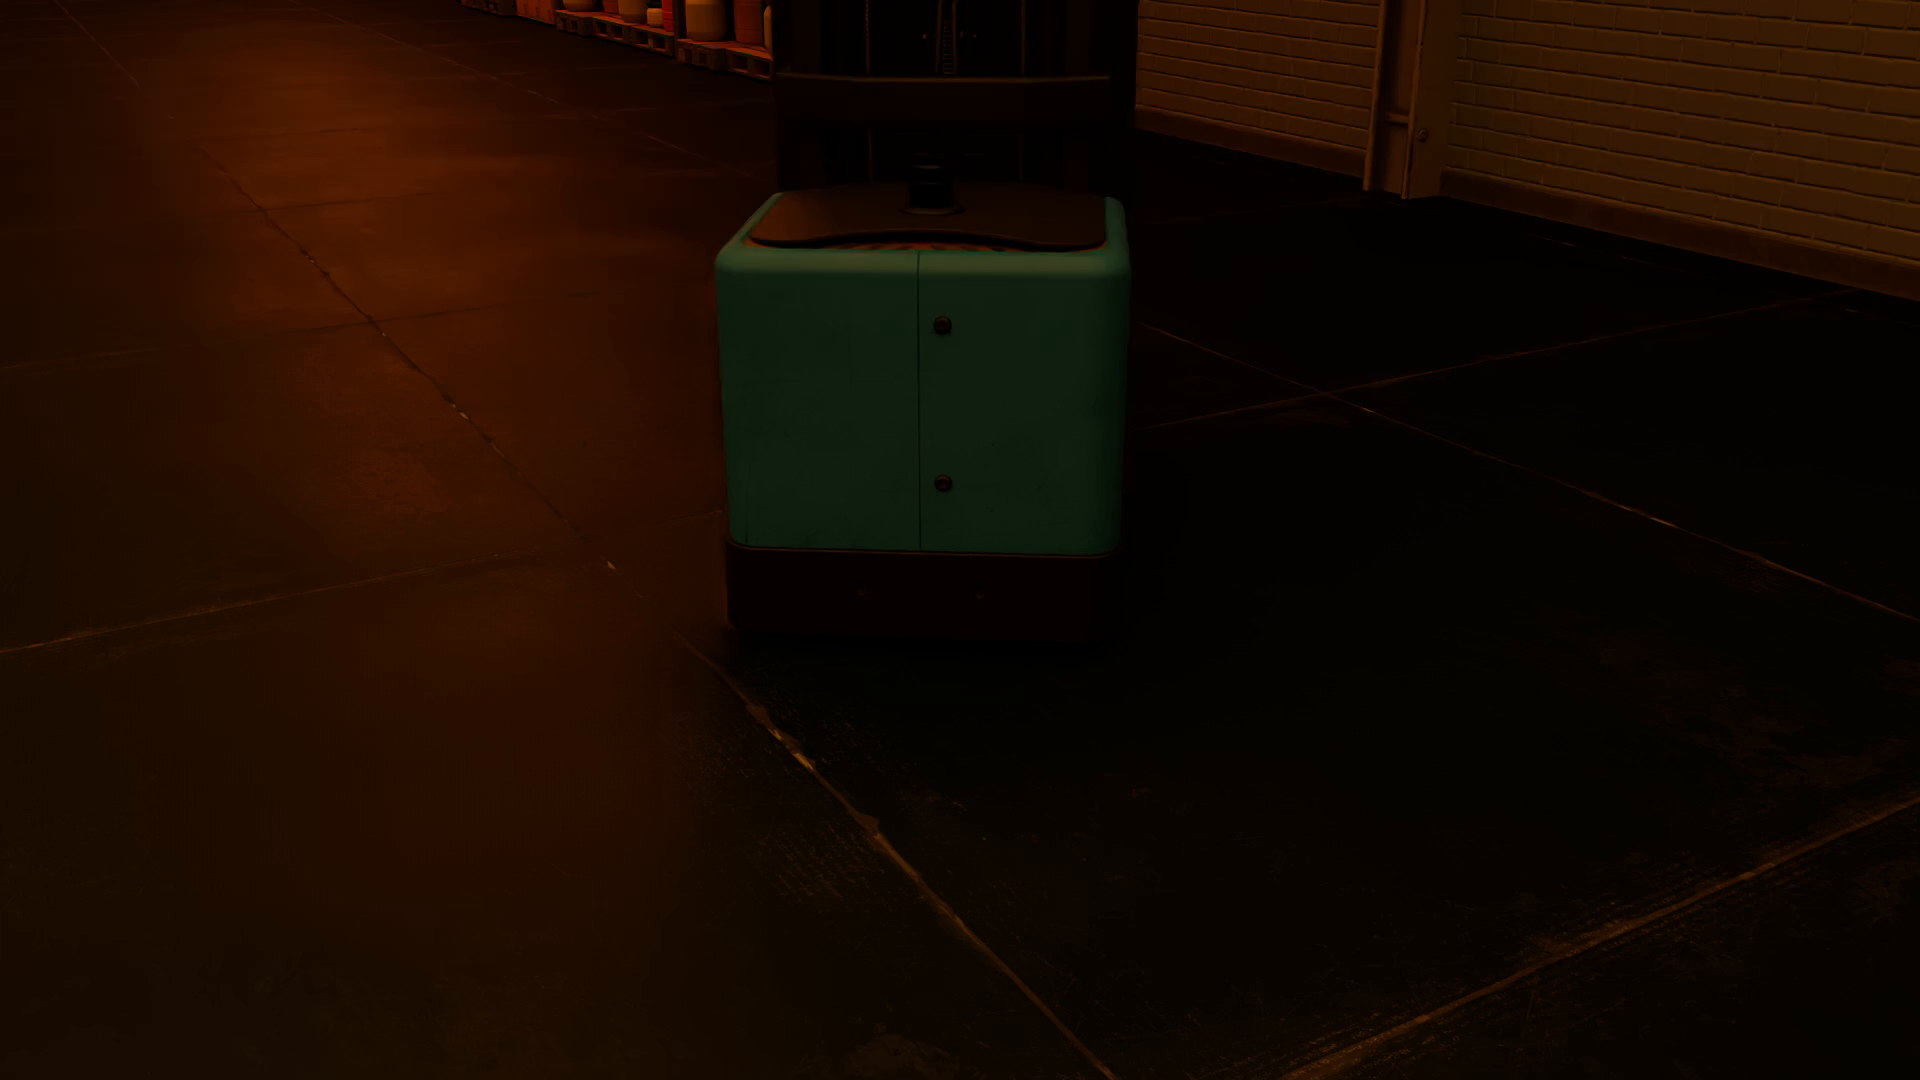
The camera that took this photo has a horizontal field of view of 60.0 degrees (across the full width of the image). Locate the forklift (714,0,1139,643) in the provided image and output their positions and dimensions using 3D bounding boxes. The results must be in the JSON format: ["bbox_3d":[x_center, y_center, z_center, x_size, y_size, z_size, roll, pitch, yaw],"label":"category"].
[{"bbox_3d":[0.000,-1.607,5.190,1.130,2.935,3.031,1,22,4],"label":"forklift"}]
